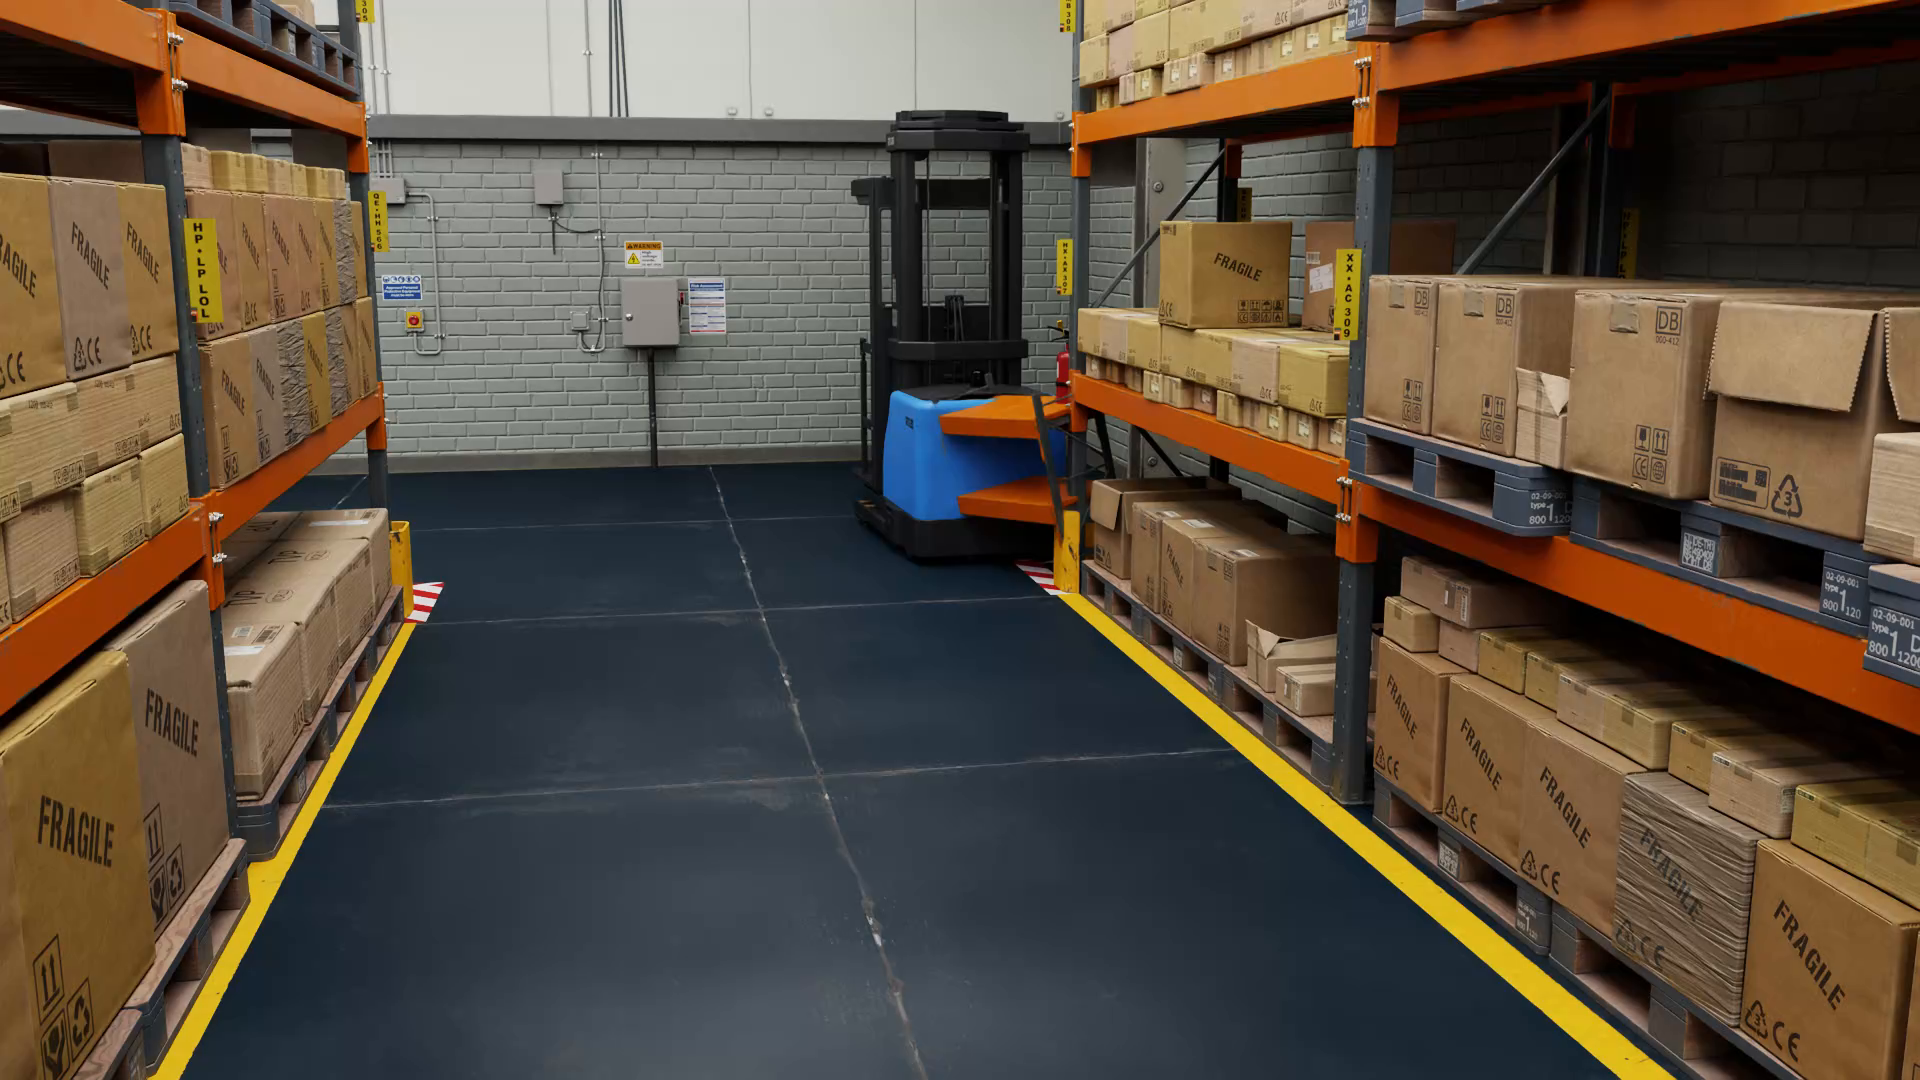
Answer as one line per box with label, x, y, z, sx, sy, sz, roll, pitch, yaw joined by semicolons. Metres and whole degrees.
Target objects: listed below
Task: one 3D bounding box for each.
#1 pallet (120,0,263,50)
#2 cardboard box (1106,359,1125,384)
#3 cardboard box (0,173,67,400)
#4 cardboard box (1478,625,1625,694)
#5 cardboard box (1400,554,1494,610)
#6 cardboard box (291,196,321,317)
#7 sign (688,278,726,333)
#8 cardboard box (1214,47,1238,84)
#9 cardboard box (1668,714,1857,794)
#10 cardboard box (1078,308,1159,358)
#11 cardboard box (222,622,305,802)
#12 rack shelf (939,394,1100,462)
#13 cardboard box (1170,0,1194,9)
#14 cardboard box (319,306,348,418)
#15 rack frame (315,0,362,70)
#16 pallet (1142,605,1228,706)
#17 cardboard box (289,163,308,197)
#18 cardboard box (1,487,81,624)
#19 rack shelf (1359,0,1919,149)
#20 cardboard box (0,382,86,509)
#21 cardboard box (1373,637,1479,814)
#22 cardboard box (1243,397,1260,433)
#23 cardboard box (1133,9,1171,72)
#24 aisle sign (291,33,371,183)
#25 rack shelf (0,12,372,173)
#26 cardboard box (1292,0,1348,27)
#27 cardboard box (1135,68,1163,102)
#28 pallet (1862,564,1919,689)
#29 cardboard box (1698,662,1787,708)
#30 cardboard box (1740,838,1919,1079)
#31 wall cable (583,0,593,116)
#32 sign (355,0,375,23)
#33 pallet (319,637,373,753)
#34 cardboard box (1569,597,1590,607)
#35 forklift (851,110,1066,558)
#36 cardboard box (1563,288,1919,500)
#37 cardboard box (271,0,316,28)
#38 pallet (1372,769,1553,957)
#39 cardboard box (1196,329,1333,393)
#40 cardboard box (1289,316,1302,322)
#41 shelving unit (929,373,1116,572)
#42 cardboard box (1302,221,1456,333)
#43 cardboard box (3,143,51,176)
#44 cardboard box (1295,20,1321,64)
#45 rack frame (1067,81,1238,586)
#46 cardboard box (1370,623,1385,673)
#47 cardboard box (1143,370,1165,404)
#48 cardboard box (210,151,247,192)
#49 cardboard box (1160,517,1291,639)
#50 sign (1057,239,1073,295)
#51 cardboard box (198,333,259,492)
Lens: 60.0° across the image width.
pallet;-3.081;-1.882;5.777;1.003;0.211;1.213;-2;11;-11
cardboard box;1.048;-0.978;9.483;0.380;0.149;0.250;-2;11;-10
cardboard box;-2.412;-0.581;3.784;0.500;0.500;0.500;-2;11;-9
cardboard box;1.936;0.390;5.451;0.380;0.149;0.250;-3;11;-14
cardboard box;1.804;0.147;5.932;0.380;0.149;0.250;-2;11;-12
cardboard box;-3.063;-1.218;7.131;0.500;0.500;0.500;-2;11;-11
sign;-2.297;-2.127;15.106;0.329;0.494;0.001;-2;11;-11
cardboard box;1.366;-2.124;7.483;0.380;0.149;0.250;-2;11;-10
cardboard box;2.141;0.581;4.447;0.380;0.149;0.250;-2;11;-11
cardboard box;0.982;-1.196;9.563;0.500;0.250;0.500;-2;11;-11
cardboard box;-2.949;0.632;6.084;0.875;0.438;0.875;-2;11;-12
rack shelf;0.369;-0.716;10.382;0.538;0.278;1.000;-22;18;-34
cardboard box;1.299;-2.639;7.784;0.500;0.250;0.500;-2;11;-9
cardboard box;-3.164;-0.819;7.709;0.500;0.500;0.500;-2;11;-9
rack frame;-3.710;-3.982;8.552;1.000;3.000;0.127;-2;11;-11
pallet;1.563;0.537;8.311;1.003;0.211;1.213;-2;11;-11
cardboard box;-3.142;-1.604;7.423;0.380;0.149;0.250;-2;11;-10
cardboard box;-2.420;0.032;3.908;0.500;0.250;0.500;-2;11;-13
rack shelf;2.325;-1.236;4.070;1.077;0.370;4.000;-2;11;-11
cardboard box;-2.397;-0.215;3.869;0.500;0.250;0.500;-2;11;-10
cardboard box;1.809;0.636;5.896;0.500;0.500;0.500;-2;11;-9
cardboard box;1.456;-0.552;7.244;0.380;0.149;0.250;-2;11;-10
cardboard box;1.183;-2.484;8.310;0.500;0.250;0.500;-2;11;-13
aisle sign;-3.420;-2.337;8.999;0.394;0.787;0.004;-2;11;-11
rack shelf;-3.321;-1.789;6.973;1.077;0.370;4.000;-2;11;-11
cardboard box;1.597;-2.108;6.334;0.500;0.250;0.500;-2;11;-11
cardboard box;1.107;-2.308;8.448;0.380;0.149;0.250;-2;11;-11
pallet;2.513;0.223;3.014;1.213;0.211;1.003;-2;11;-11
cardboard box;2.479;0.468;5.042;0.380;0.149;0.250;-2;11;-9
cardboard box;2.229;1.015;3.905;0.500;0.500;0.500;-2;11;-9
wall cable;-4.354;-5.042;14.121;2.355;3.000;0.029;-2;11;-11
sign;-3.175;-2.922;8.848;0.100;0.325;0.005;-2;11;-11
pallet;-3.244;0.702;7.445;1.003;0.211;1.213;-2;11;-11
cardboard box;2.290;0.277;6.045;0.380;0.149;0.250;-3;11;-13
forklift;-0.161;-1.553;12.019;1.130;2.935;3.031;-3;11;-15
cardboard box;2.064;-0.402;4.398;0.700;0.500;0.500;-2;11;-11
cardboard box;-3.534;-2.611;8.382;0.500;0.250;0.500;-3;11;-16
pallet;2.131;1.035;5.695;1.003;0.211;1.213;-2;11;-11
cardboard box;1.402;-0.823;7.604;0.500;0.250;0.500;-2;11;-11
cardboard box;1.699;-1.029;8.684;0.500;0.250;0.500;-2;11;-9
shelving unit;0.429;-0.440;10.457;0.538;1.125;1.048;-22;18;-34
cardboard box;1.907;-1.206;7.613;0.500;0.500;0.500;-2;11;-13
cardboard box;-3.249;-1.258;5.606;0.380;0.149;0.250;-2;11;-10
cardboard box;1.532;-1.933;6.480;0.380;0.149;0.250;-2;11;-11
rack frame;1.158;-1.216;10.065;1.000;3.000;0.127;-2;11;-11
cardboard box;2.039;0.502;7.105;0.500;0.311;0.500;-2;11;-9
cardboard box;1.155;-0.785;8.468;0.380;0.149;0.250;-2;11;-13
cardboard box;-2.884;-1.367;6.182;0.380;0.149;0.250;-2;11;-11
cardboard box;1.317;0.180;8.292;0.500;0.500;0.500;-2;11;-10
sign;0.626;-1.622;9.880;0.100;0.325;0.005;-2;11;-11
cardboard box;-2.767;-0.446;5.752;0.500;0.500;0.500;-2;11;-9
